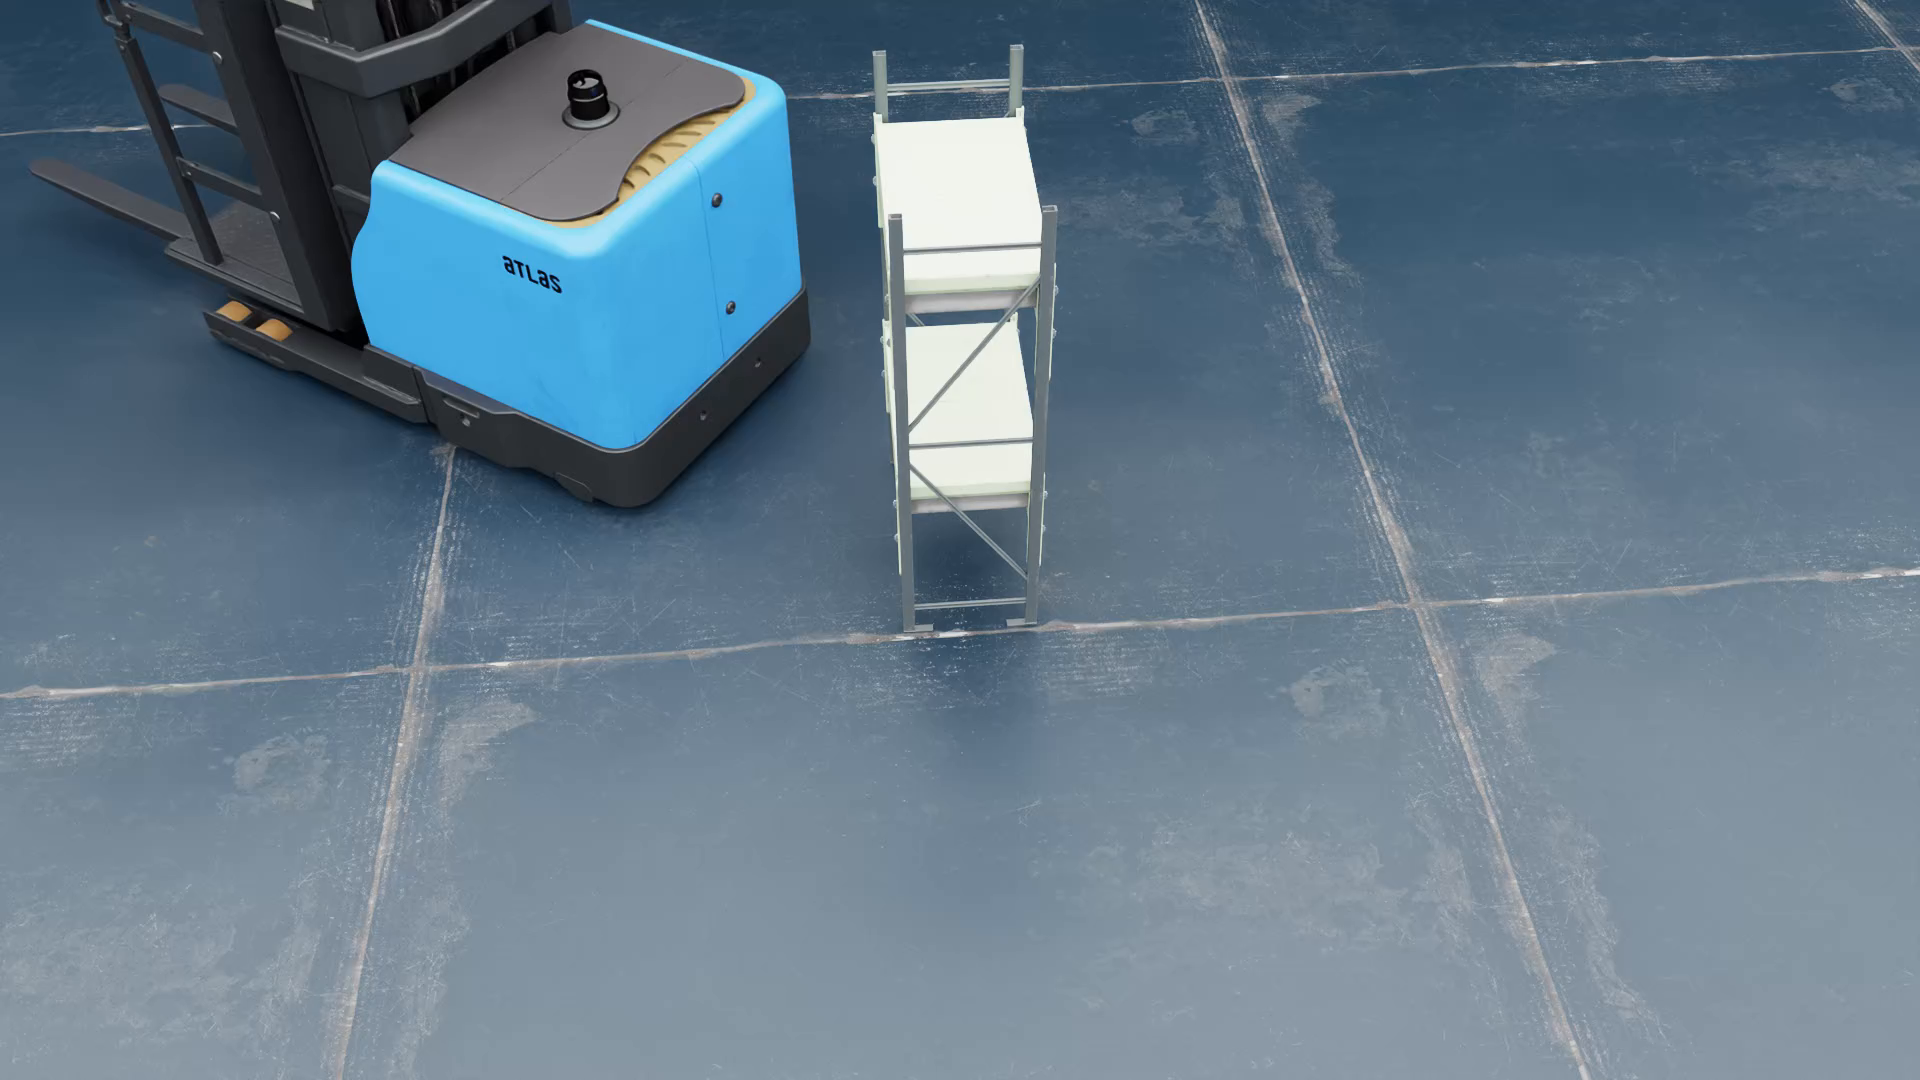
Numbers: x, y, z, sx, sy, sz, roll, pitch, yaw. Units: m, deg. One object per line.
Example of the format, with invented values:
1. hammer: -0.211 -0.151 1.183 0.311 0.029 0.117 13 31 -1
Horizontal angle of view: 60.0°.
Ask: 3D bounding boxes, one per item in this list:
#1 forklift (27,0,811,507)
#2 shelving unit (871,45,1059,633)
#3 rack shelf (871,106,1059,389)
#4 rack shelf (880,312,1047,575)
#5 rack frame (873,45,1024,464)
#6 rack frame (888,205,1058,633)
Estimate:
1. forklift: -2.053 -1.918 5.048 3.031 2.935 1.130 23 51 20
2. shelving unit: -0.001 -0.521 4.710 0.431 1.500 0.755 -3 47 -3
3. rack shelf: -0.001 -0.789 4.427 0.431 0.370 0.720 -3 47 -3
4. rack shelf: -0.001 -0.296 4.947 0.431 0.370 0.720 -3 47 -3
5. rack frame: -0.031 -0.785 4.961 0.400 1.500 0.023 -3 47 -3
6. rack frame: 0.030 -0.256 4.459 0.400 1.500 0.023 -3 47 -3
